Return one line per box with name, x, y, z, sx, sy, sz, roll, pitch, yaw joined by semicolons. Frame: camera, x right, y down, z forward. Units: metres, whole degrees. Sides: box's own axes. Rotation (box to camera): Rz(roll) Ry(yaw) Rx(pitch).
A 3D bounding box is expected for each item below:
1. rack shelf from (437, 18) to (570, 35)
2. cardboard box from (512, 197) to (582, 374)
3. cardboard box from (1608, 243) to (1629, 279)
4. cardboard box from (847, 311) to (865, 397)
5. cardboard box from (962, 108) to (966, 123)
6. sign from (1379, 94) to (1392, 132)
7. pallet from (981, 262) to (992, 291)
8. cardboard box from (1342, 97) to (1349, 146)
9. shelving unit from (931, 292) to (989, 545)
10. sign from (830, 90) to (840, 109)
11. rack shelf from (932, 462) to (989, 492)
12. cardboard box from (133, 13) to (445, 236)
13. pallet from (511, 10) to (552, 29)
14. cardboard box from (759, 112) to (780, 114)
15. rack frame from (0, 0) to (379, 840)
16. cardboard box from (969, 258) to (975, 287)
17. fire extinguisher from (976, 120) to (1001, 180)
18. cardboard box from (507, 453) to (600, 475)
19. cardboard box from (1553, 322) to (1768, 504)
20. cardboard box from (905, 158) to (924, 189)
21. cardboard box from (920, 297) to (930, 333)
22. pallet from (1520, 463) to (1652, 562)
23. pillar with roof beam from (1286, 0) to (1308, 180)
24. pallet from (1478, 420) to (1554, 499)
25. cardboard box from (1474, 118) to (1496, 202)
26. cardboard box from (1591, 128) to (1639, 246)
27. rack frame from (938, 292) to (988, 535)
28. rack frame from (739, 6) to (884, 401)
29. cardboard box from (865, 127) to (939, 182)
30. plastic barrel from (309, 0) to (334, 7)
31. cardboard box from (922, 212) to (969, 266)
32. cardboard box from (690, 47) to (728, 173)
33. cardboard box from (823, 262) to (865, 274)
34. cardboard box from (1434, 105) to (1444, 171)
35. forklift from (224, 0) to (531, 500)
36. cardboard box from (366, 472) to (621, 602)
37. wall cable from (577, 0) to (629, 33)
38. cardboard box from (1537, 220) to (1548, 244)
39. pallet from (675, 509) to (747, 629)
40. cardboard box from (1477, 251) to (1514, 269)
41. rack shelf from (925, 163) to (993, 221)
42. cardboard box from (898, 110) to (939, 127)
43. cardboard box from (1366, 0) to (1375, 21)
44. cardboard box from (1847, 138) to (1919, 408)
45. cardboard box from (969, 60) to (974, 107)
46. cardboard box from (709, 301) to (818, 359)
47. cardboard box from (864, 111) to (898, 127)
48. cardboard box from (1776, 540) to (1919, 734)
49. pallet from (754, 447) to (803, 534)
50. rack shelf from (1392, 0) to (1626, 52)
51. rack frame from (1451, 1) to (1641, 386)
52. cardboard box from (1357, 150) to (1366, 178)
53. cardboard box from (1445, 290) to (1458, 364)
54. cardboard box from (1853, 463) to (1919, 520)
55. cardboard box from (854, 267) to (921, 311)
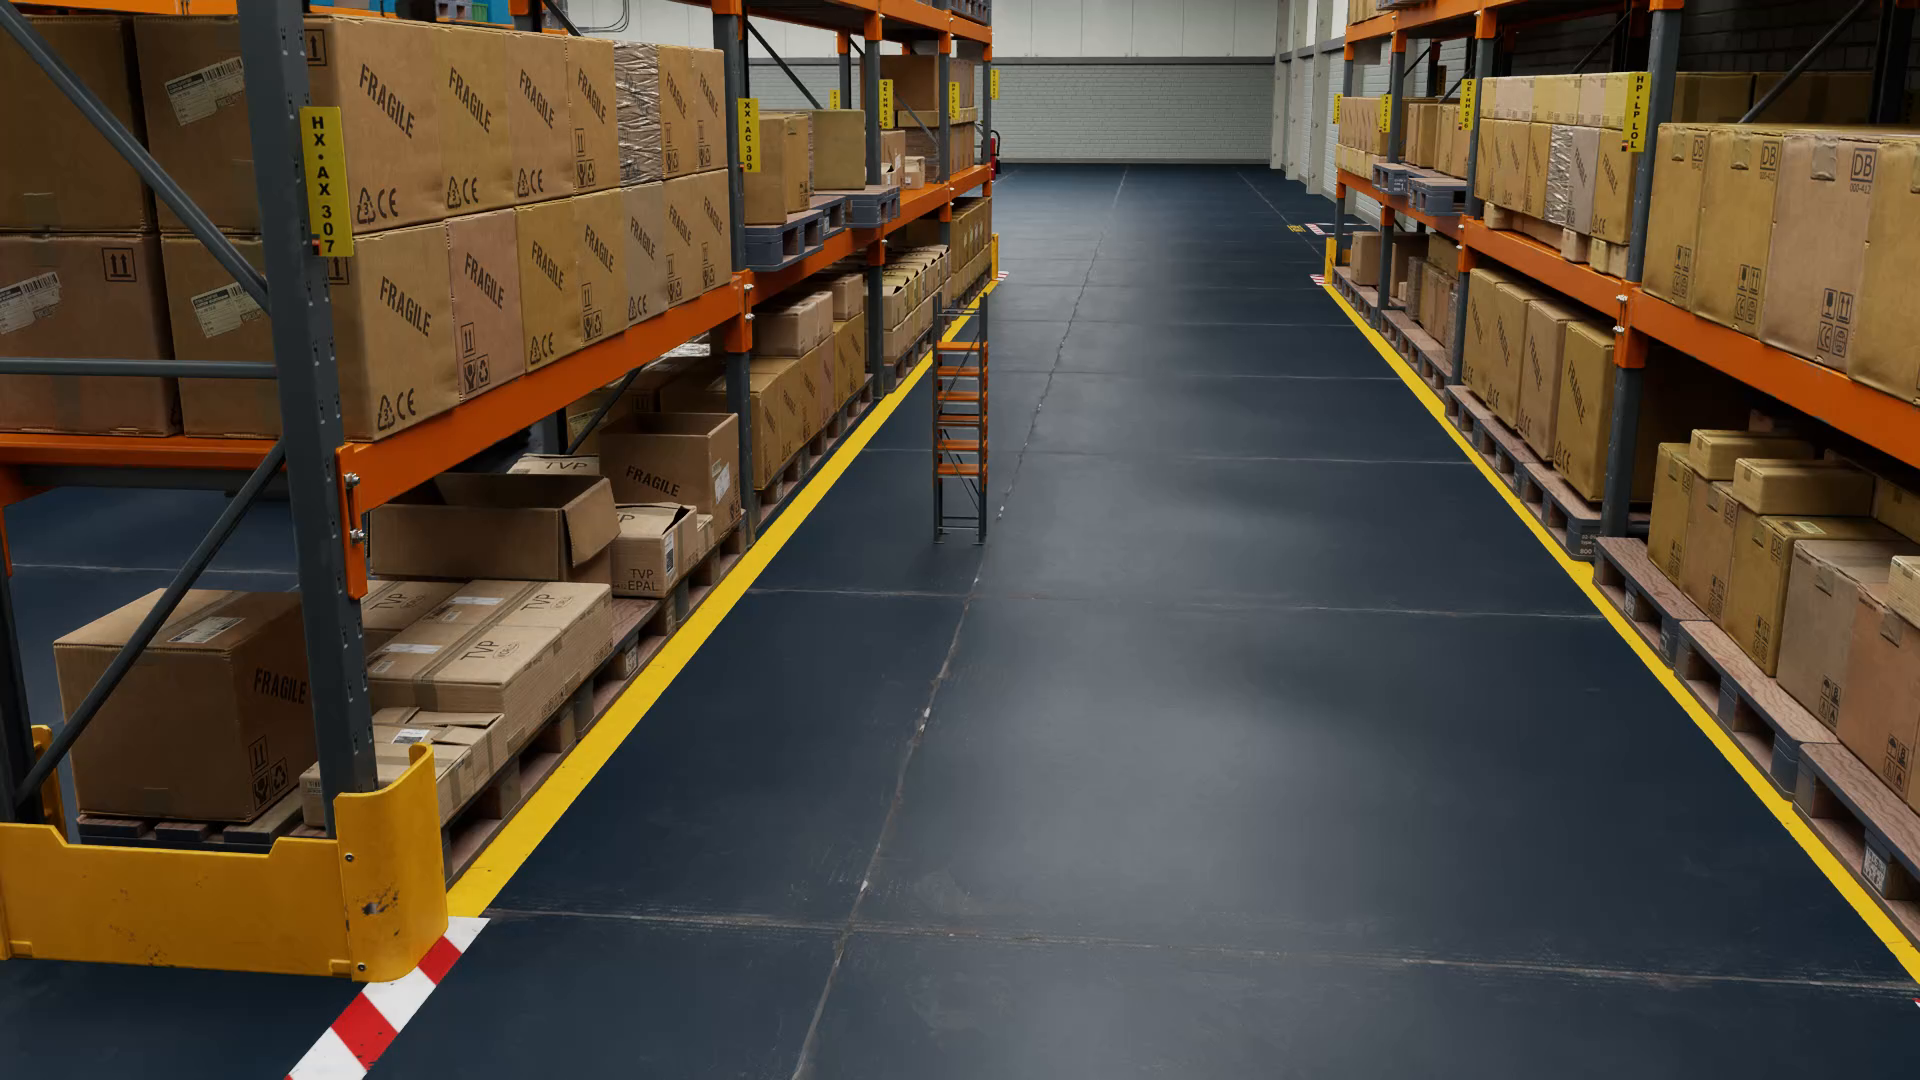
rack shelf;-5.293;-5.272;17.543;1.077;0.370;4.000;2;15;6
cardboard box;-1.526;-0.813;5.230;0.500;0.500;0.500;2;15;6
cardboard box;3.180;-1.270;7.555;0.380;0.149;0.250;2;15;7
cardboard box;-0.921;-1.224;10.889;0.500;0.500;0.500;2;15;8
cardboard box;-0.144;-4.464;17.489;0.380;0.149;0.250;2;15;8
sign;3.786;-3.792;14.782;0.100;0.325;0.005;2;15;6
pallet;-0.190;-2.997;18.842;1.003;0.211;1.213;2;15;6
cardboard box;4.359;-4.454;17.701;0.500;0.500;0.500;2;15;6
shelving unit;0.002;-0.583;8.019;0.258;1.200;0.189;2;15;6
sign;-1.149;-3.978;15.315;0.100;0.325;0.005;2;15;6
rack shelf;0.002;-0.308;8.094;0.258;0.103;0.180;2;15;6
cardboard box;-1.639;-1.031;4.123;0.500;0.500;0.500;2;15;8
pallet;-5.257;-5.835;18.609;1.003;0.211;1.213;2;15;6
cardboard box;-1.362;-2.142;9.340;0.700;0.500;0.500;-2;15;-8
rack frame;-1.951;-0.393;3.869;1.000;3.000;0.127;2;15;6
cardboard box;-0.120;-2.751;17.053;0.500;0.250;0.500;2;15;6
fire extinguisher;0.329;-4.523;19.289;0.296;0.674;0.183;2;15;6
cardboard box;-1.762;-0.243;7.621;0.500;0.311;0.500;2;15;6
cardboard box;3.367;-0.623;8.033;0.750;0.750;0.750;2;15;7
cardboard box;-0.514;-3.207;14.534;0.396;0.266;0.258;1;15;5
cardboard box;-0.531;-1.869;13.791;0.500;0.250;0.500;2;15;7
pallet;3.435;-0.142;8.282;1.003;0.211;1.213;2;15;6
pillar with roof beam;3.988;-13.438;40.620;9.100;9.000;0.400;2;15;6
pallet;3.570;-0.459;9.456;1.003;0.211;1.213;2;15;6
cardboard box;3.565;-2.406;10.514;0.500;0.500;0.500;2;15;8
cardboard box;3.224;-1.614;7.586;0.500;0.500;0.500;1;15;5
rack frame;0.012;-0.607;8.107;0.240;1.200;0.006;2;15;6
rack frame;-1.048;-2.468;11.543;1.000;3.000;0.127;2;15;6
cardboard box;-0.553;-3.669;15.793;0.700;0.500;0.500;1;15;5
plastic barrel;-5.508;-4.865;13.700;0.600;0.901;0.708;2;15;6
cardboard box;-0.185;-2.984;16.477;0.500;0.500;0.500;2;15;6
cardboard box;-1.299;-1.823;7.049;0.500;0.500;0.500;2;15;7
cardboard box;-1.063;-2.153;13.766;0.500;0.311;0.500;2;15;8
cardboard box;4.121;-3.174;13.118;0.700;0.500;0.500;4;16;14
forklift;-3.262;-1.946;9.744;1.130;2.935;3.031;1;15;3
cardboard box;-1.707;0.050;6.172;0.797;0.503;0.637;2;15;6
wall cable;-11.279;-17.879;50.526;2.305;6.003;0.169;2;15;6
cardboard box;3.445;-1.735;9.274;0.380;0.149;0.250;2;15;7
pallet;-1.578;0.094;7.411;1.003;0.211;1.213;2;15;6
cardboard box;4.030;-2.025;12.414;0.500;0.250;0.500;2;15;7
rack shelf;-0.371;-3.677;17.392;1.077;0.370;4.000;2;15;6
cardboard box;-0.374;-3.931;15.518;0.380;0.149;0.250;2;15;6
cardboard box;4.301;-5.412;16.453;0.500;0.500;0.500;3;15;10
cardboard box;3.090;-0.715;4.484;0.980;0.700;0.700;2;15;6
cardboard box;-0.217;-5.083;18.537;0.700;0.500;0.500;2;15;6
cardboard box;-1.090;-1.176;9.274;0.500;0.250;0.500;2;15;6
cardboard box;-0.779;-3.944;15.566;0.380;0.149;0.250;2;15;6
cardboard box;3.064;0.311;5.250;0.700;0.500;0.500;1;15;4
pallet;-1.445;-0.296;8.854;1.003;0.211;1.213;2;15;6
rack shelf;4.100;-3.943;12.627;1.077;0.370;4.000;2;15;6
rack frame;3.874;-2.323;11.007;1.000;3.000;0.127;2;15;6
cardboard box;4.184;-3.689;16.309;0.500;0.250;0.500;2;15;6
cardboard box;3.904;-1.517;11.972;0.700;0.500;0.500;2;15;7
cardboard box;3.334;-0.165;5.768;0.380;0.149;0.250;2;15;7
cardboard box;-0.587;-2.010;13.238;0.500;0.311;0.500;1;15;5
